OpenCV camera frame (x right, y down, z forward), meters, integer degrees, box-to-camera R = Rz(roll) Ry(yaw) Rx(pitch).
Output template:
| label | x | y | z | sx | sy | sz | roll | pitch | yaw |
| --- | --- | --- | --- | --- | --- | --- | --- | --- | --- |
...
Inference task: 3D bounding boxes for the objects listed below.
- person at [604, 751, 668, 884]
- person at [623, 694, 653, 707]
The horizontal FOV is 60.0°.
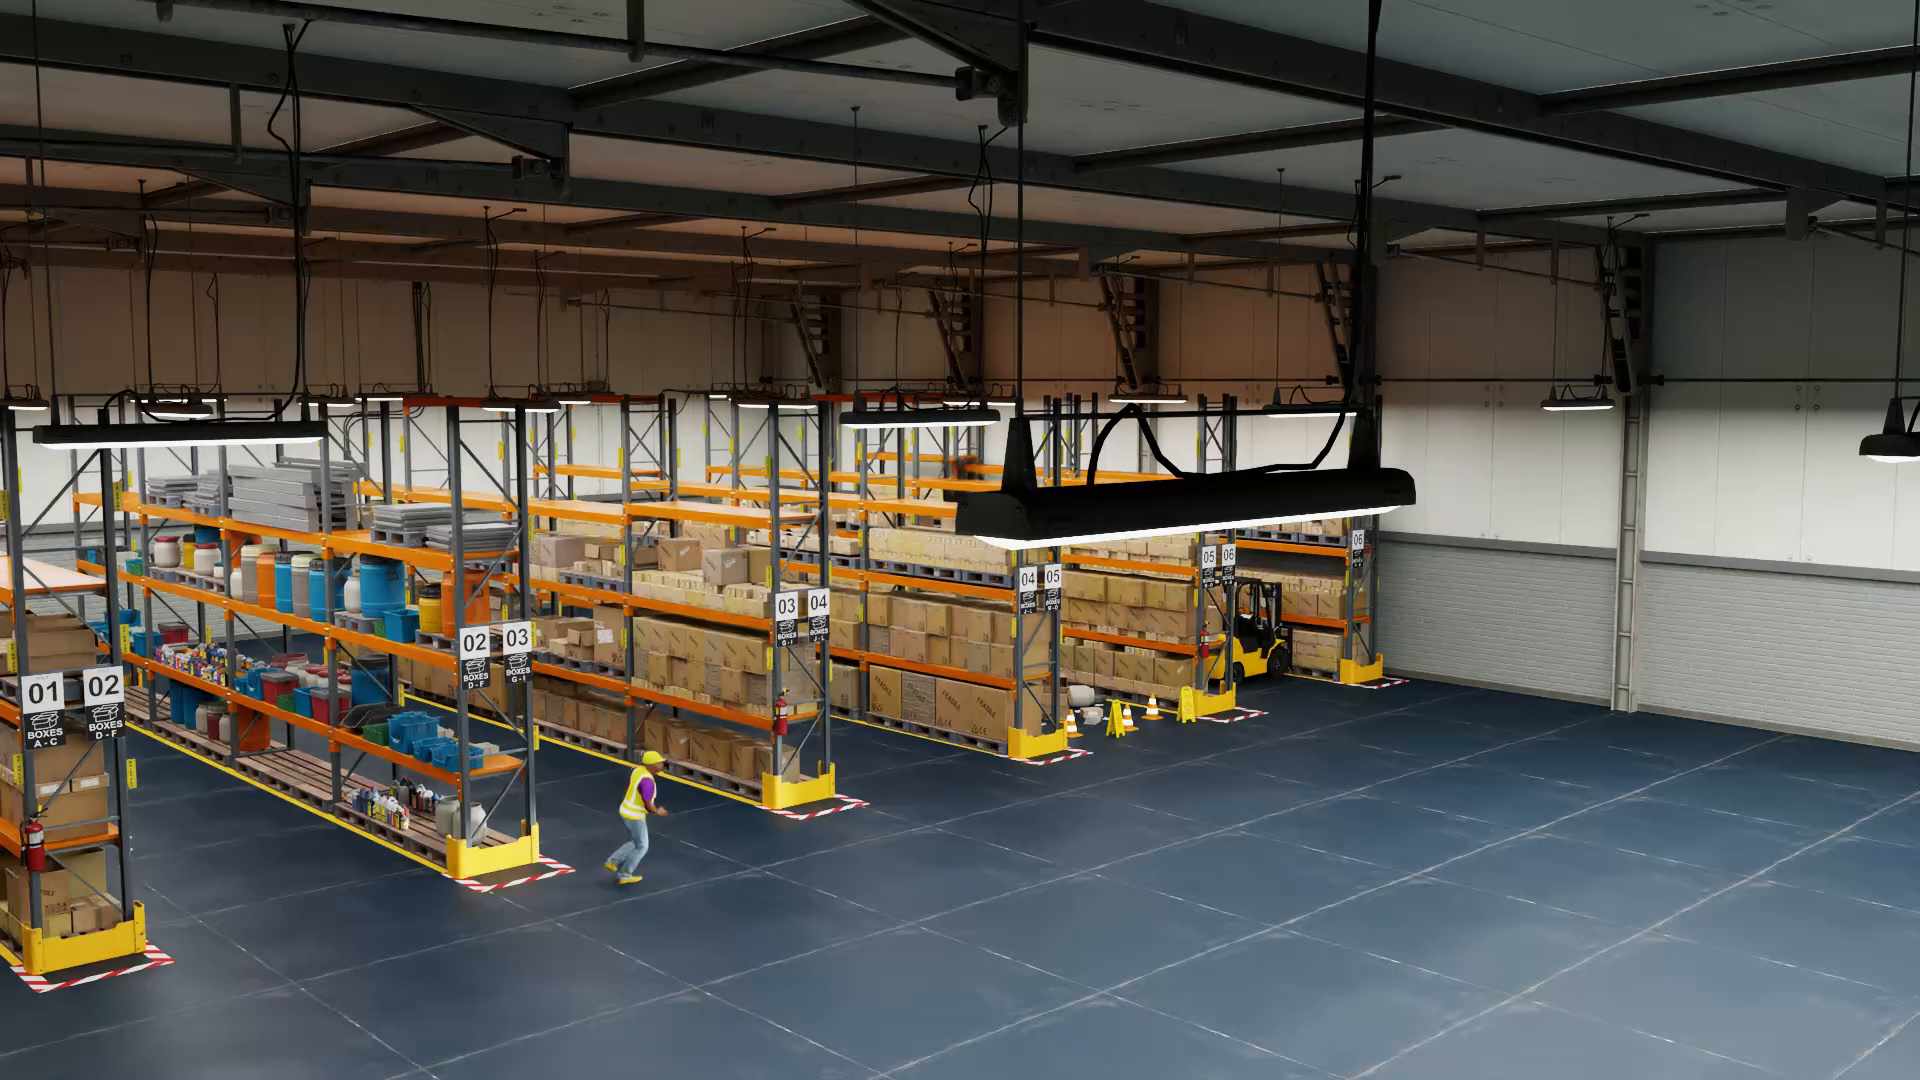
| label | x | y | z | sx | sy | sz | roll | pitch | yaw |
| --- | --- | --- | --- | --- | --- | --- | --- | --- | --- |
| person | -4.084 | 3.485 | 20.950 | 0.781 | 1.651 | 0.689 | -3 | 6 | -26 |
| person | -6.167 | 2.493 | 32.054 | 0.867 | 1.551 | 0.551 | 3 | 6 | 25 |
